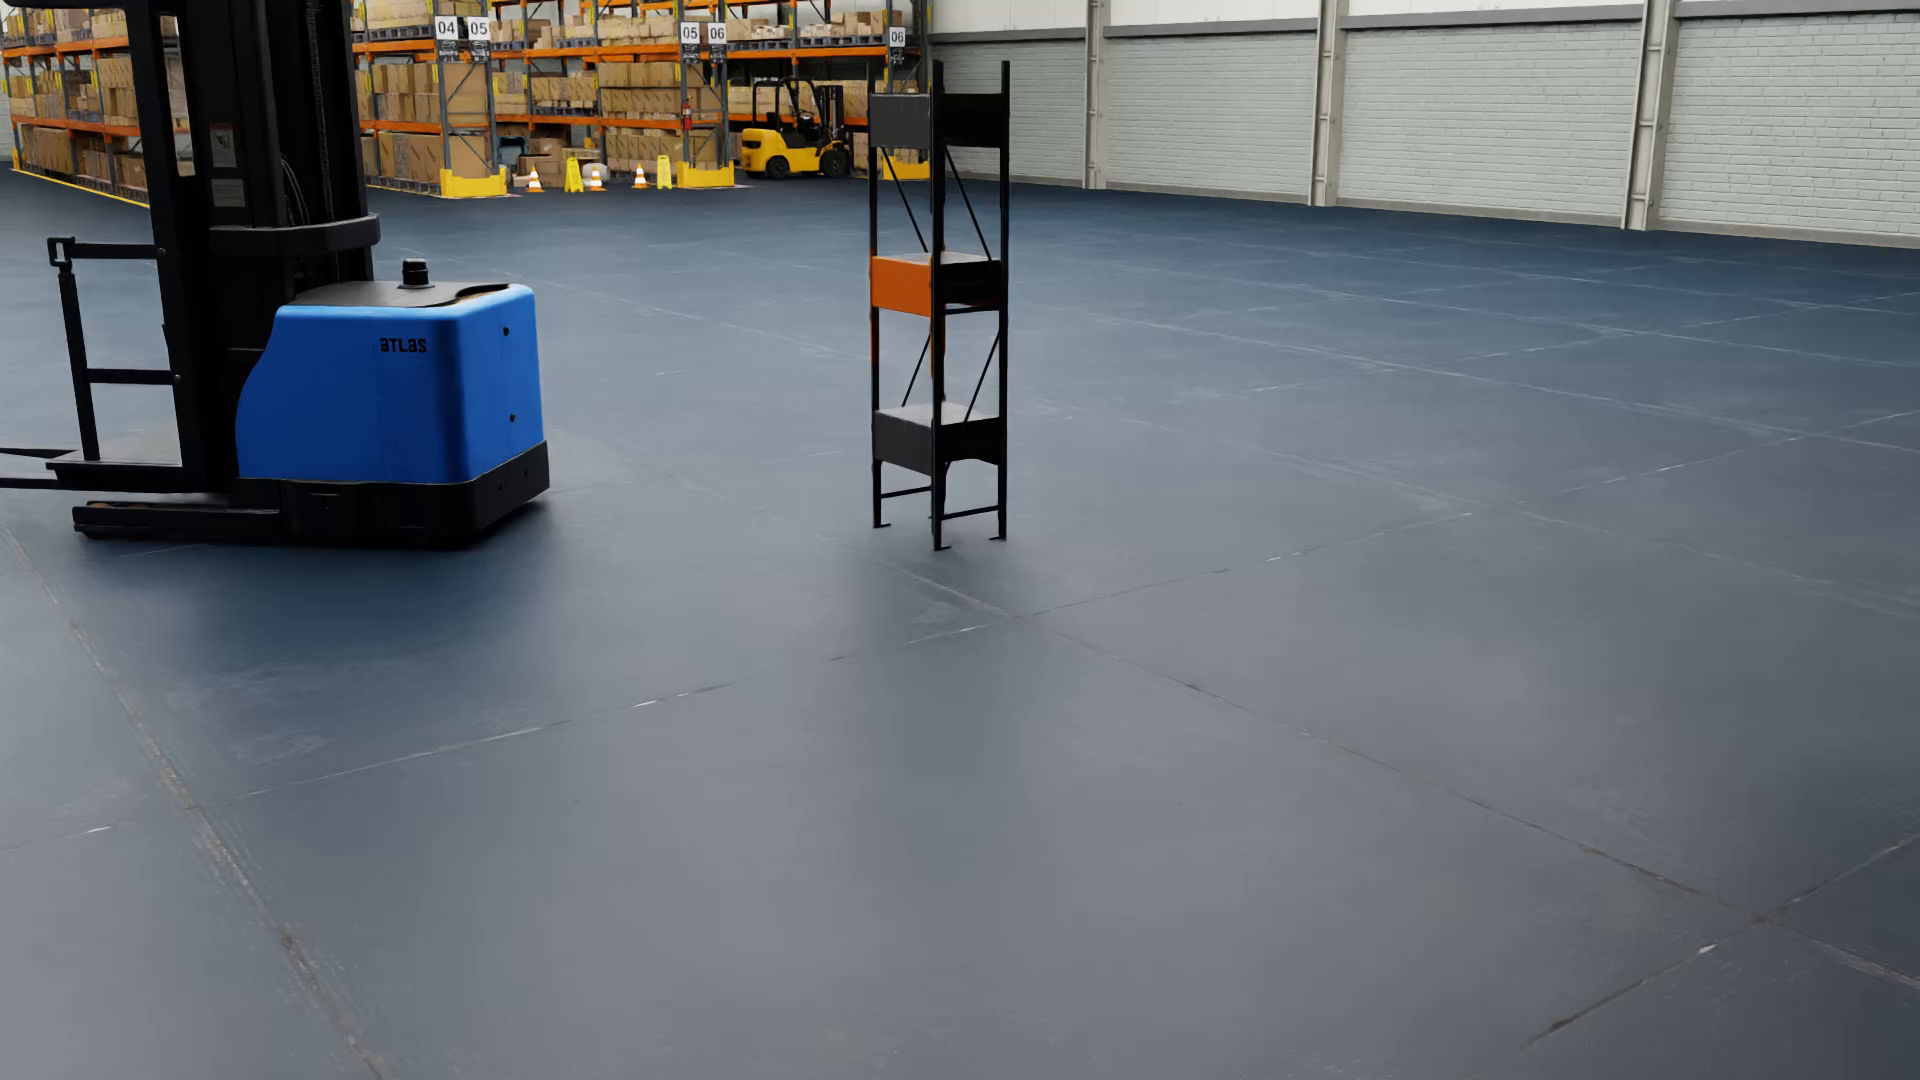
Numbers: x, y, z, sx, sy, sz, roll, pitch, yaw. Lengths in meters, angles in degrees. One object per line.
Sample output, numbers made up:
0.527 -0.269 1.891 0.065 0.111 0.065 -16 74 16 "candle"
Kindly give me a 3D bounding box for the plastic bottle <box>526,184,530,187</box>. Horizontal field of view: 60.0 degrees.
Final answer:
-8.681 -7.167 33.647 0.283 0.061 0.133 10 18 33 "plastic bottle"

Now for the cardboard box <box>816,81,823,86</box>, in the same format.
-3.103 -10.544 38.437 0.380 0.149 0.250 -10 18 -33 "cardboard box"

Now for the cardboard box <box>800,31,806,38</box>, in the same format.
-3.484 -11.753 38.644 0.380 0.149 0.250 -10 18 -33 "cardboard box"

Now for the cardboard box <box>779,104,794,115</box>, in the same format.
-4.010 -10.314 39.862 0.500 0.250 0.500 -10 18 -33 "cardboard box"

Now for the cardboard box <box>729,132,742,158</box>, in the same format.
-5.499 -10.095 42.482 0.875 0.625 0.625 -10 18 -33 "cardboard box"

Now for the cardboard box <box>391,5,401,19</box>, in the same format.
-10.506 -10.056 31.689 0.500 0.250 0.500 -11 19 -34 "cardboard box"

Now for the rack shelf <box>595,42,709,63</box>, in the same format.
-6.339 -10.221 34.918 1.077 0.370 4.000 -11 19 -35 "rack shelf"

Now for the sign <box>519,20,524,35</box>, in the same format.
-10.321 -12.052 39.117 0.100 0.325 0.005 -11 19 -35 "sign"

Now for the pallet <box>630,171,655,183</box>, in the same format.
-6.370 -7.804 35.691 1.003 0.211 1.213 -11 19 -35 "pallet"

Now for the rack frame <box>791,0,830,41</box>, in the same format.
-3.502 -13.213 38.806 1.000 3.000 0.127 -11 19 -35 "rack frame"

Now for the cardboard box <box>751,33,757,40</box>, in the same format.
-4.848 -12.248 40.453 0.380 0.149 0.250 -11 19 -35 "cardboard box"

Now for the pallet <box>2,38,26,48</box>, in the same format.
-22.142 -11.820 39.565 1.003 0.211 1.213 -11 19 -35 "pallet"

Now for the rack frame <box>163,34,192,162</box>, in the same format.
-13.179 -7.156 28.039 1.000 3.000 0.127 -11 19 -35 "rack frame"

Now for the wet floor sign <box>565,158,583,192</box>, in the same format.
-7.489 -7.070 32.184 0.232 0.644 0.267 14 21 42 "wet floor sign"

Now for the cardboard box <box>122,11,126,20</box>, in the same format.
-13.903 -8.849 28.070 0.380 0.149 0.250 -12 19 -37 "cardboard box"

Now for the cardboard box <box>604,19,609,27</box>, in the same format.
-7.418 -11.089 35.694 0.380 0.149 0.250 -10 18 -33 "cardboard box"

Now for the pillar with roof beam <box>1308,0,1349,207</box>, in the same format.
2.743 -9.417 24.935 9.100 9.000 0.400 -11 19 -35 "pillar with roof beam"

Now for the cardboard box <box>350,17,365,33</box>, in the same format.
-12.668 -10.753 34.683 0.500 0.311 0.500 -12 19 -37 "cardboard box"

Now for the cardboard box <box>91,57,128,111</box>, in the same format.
-15.885 -8.693 31.724 1.000 1.000 1.000 -11 19 -34 "cardboard box"

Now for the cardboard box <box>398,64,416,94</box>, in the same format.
-10.329 -8.919 32.152 0.875 0.550 0.500 -11 19 -35 "cardboard box"

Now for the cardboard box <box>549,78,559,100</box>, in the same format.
-9.160 -10.442 38.497 0.500 0.500 0.500 -10 18 -34 "cardboard box"

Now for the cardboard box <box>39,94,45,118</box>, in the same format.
-19.870 -9.522 36.495 0.500 0.500 0.500 -11 19 -34 "cardboard box"

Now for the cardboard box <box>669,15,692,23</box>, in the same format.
-5.601 -10.431 33.287 0.380 0.149 0.250 -11 19 -34 "cardboard box"

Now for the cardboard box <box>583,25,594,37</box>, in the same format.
-7.976 -11.227 36.721 0.500 0.250 0.500 -11 19 -36 "cardboard box"

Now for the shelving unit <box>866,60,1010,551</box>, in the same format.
-0.097 -1.048 7.428 0.431 2.100 0.503 -11 19 -35 "shelving unit"

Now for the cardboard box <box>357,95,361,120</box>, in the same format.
-12.280 -8.984 34.530 0.500 0.500 0.500 -11 19 -35 "cardboard box"

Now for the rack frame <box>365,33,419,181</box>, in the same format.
-11.460 -8.758 33.894 1.000 3.000 0.127 -11 19 -35 "rack frame"

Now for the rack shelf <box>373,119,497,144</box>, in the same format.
-10.284 -7.984 32.428 1.077 0.370 4.000 -11 19 -35 "rack shelf"

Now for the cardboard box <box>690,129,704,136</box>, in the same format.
-6.920 -10.783 44.001 0.380 0.149 0.250 -11 19 -35 "cardboard box"

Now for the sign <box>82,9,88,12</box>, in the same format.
-15.978 -9.809 30.326 0.100 0.325 0.005 -11 19 -35 "sign"

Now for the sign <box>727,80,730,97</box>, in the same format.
-4.725 -9.196 33.852 0.100 0.325 0.005 -11 19 -35 "sign"

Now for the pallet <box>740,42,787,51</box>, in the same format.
-4.723 -12.160 40.998 1.003 0.211 1.213 -10 18 -32 "pallet"

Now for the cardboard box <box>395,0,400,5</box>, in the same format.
-10.477 -10.210 31.496 0.380 0.149 0.250 -11 19 -34 "cardboard box"

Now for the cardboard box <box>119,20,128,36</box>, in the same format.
-13.964 -8.700 28.283 0.500 0.250 0.500 -11 19 -34 "cardboard box"

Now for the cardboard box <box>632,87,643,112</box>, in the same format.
-6.570 -9.285 35.065 0.500 0.500 0.500 -11 19 -34 "cardboard box"

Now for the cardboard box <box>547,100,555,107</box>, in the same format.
-9.419 -10.192 38.813 0.380 0.149 0.250 -11 19 -34 "cardboard box"

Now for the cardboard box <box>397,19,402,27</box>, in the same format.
-10.474 -9.825 31.599 0.380 0.149 0.250 -11 19 -34 "cardboard box"

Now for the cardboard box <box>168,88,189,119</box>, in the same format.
-13.481 -7.469 28.431 0.875 0.500 0.500 -11 19 -35 "cardboard box"

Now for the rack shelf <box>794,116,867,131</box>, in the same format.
-2.326 -9.545 38.132 1.077 0.370 4.000 -11 19 -35 "rack shelf"

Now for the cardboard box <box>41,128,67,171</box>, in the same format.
-19.316 -8.572 36.441 1.225 0.875 0.875 -12 19 -36 "cardboard box"

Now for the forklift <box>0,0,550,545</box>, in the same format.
-3.596 -1.546 7.671 3.031 2.935 1.130 2 15 8 "forklift"

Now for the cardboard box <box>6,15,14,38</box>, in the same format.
-22.004 -12.077 39.161 0.700 0.500 0.500 -12 19 -37 "cardboard box"

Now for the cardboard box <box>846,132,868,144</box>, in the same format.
-2.283 -9.088 37.618 0.500 0.250 0.500 -11 19 -34 "cardboard box"

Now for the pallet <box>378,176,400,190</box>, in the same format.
-11.076 -7.239 33.624 1.003 0.211 1.213 -11 19 -35 "pallet"

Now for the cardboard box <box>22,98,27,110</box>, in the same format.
-21.313 -10.062 38.378 0.500 0.250 0.500 -10 18 -33 "cardboard box"

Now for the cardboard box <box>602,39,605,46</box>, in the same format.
-7.530 -10.768 36.030 0.380 0.149 0.250 -11 19 -35 "cardboard box"

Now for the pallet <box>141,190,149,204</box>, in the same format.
-13.673 -6.006 29.120 1.003 0.211 1.213 -11 19 -35 "pallet"

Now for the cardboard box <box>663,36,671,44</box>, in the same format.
-5.772 -10.100 33.591 0.380 0.149 0.250 -11 19 -34 "cardboard box"

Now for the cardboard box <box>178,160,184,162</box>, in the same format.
-13.912 -6.411 29.257 0.500 0.500 0.500 -6 16 -20 "cardboard box"

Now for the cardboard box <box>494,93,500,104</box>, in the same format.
-11.285 -10.961 41.279 0.500 0.250 0.500 -12 19 -36 "cardboard box"

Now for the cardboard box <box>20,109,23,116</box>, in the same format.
-21.740 -9.996 38.891 0.380 0.149 0.250 -11 19 -36 "cardboard box"

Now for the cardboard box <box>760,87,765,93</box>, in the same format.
-4.658 -10.987 40.619 0.380 0.149 0.250 -11 19 -34 "cardboard box"

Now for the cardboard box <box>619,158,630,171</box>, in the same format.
-7.064 -8.144 36.064 0.500 0.250 0.500 -10 18 -31 "cardboard box"

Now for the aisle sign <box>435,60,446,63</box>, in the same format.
-14.362 -13.428 46.031 0.394 0.787 0.004 -11 19 -35 "aisle sign"

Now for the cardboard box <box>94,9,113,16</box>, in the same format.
-15.728 -9.825 31.117 0.797 0.503 0.637 -12 19 -37 "cardboard box"

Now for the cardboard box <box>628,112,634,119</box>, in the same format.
-6.845 -9.035 35.382 0.380 0.149 0.250 -11 19 -34 "cardboard box"

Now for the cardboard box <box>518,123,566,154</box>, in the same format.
-10.206 -9.740 40.711 0.875 0.875 0.875 -11 19 -35 "cardboard box"
